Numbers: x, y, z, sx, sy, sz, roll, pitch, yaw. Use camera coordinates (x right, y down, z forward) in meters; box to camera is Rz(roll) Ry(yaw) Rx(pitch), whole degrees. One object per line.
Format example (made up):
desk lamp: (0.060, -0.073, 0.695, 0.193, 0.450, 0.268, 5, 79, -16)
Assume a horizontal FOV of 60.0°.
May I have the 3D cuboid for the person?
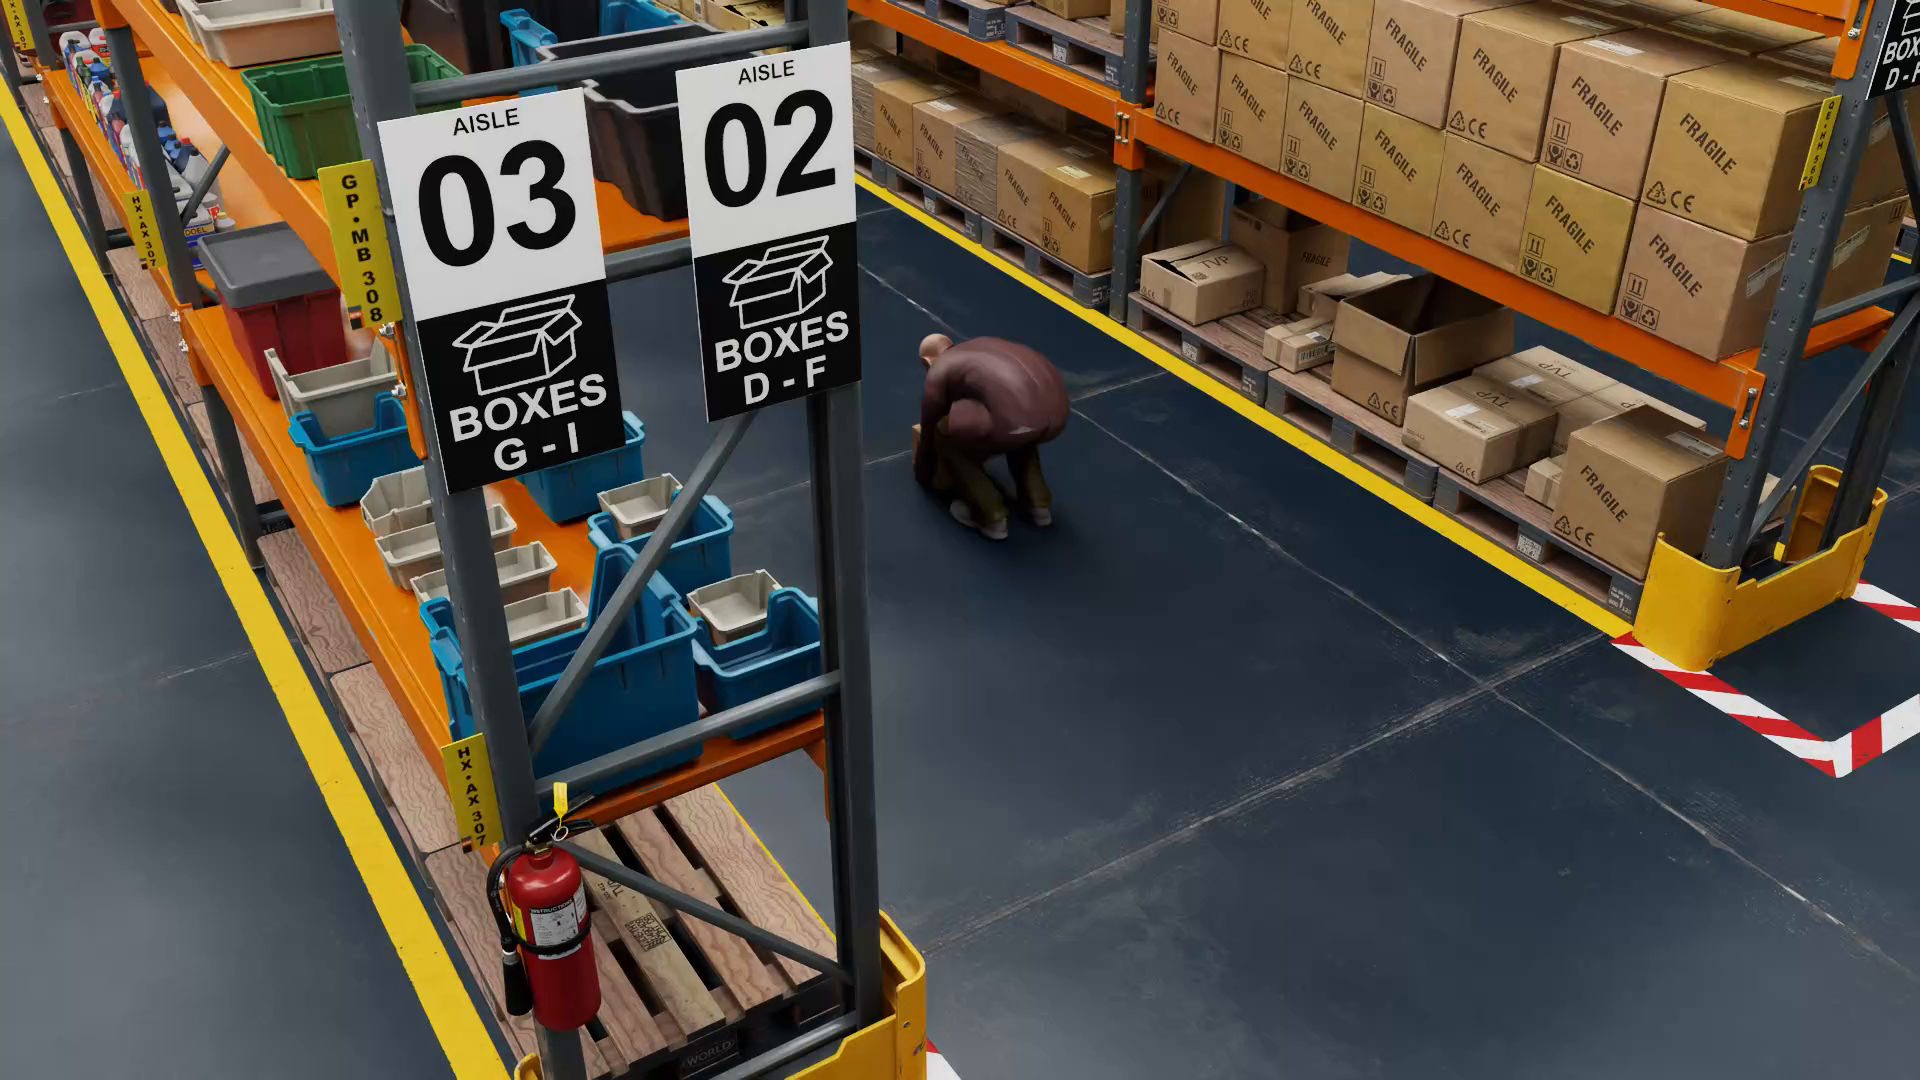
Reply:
person: (0.123, -0.537, 7.864, 0.592, 0.898, 0.953, -20, 37, -29)
